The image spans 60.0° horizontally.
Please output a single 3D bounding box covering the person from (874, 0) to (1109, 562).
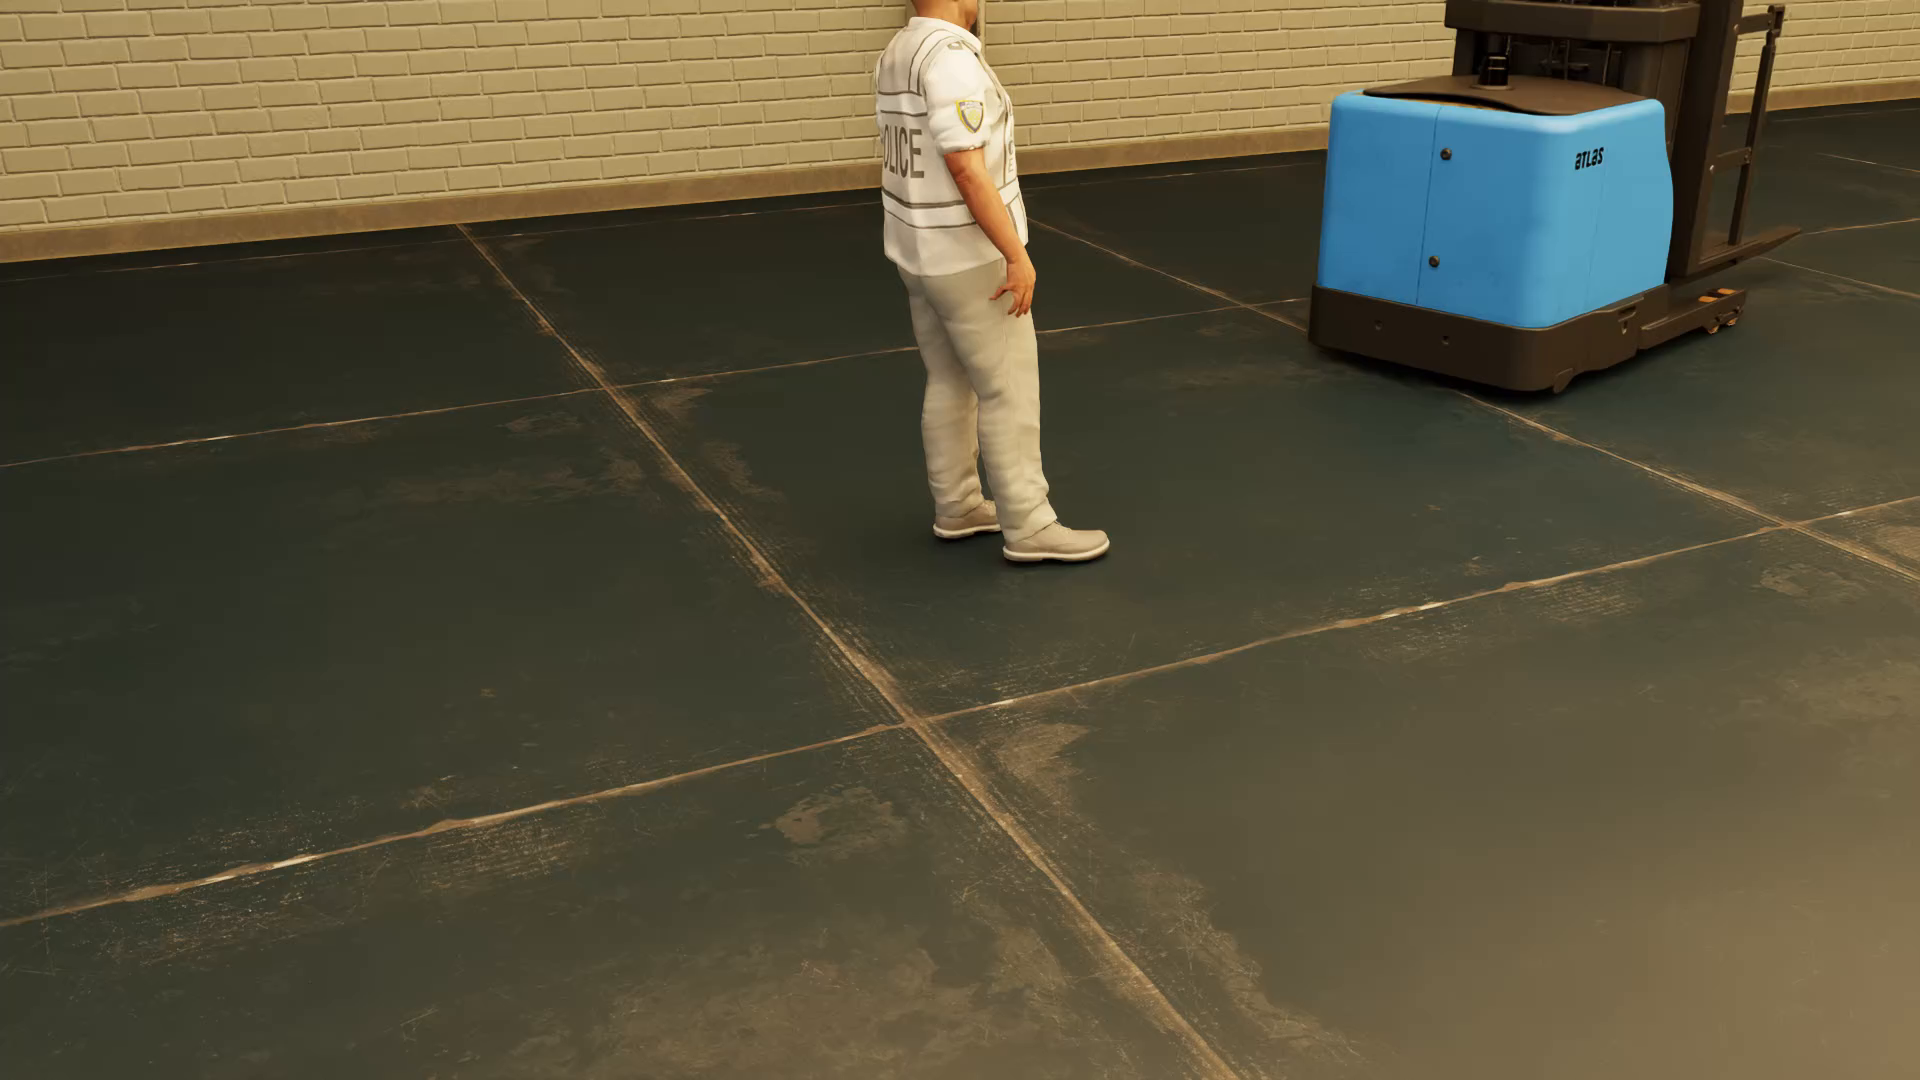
[{"bbox_3d":[0.076,-0.839,4.783,0.574,1.780,0.641,-10,25,-23],"label":"person"}]

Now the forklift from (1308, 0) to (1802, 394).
[{"bbox_3d":[2.856,-2.379,7.013,3.031,2.935,1.130,-21,30,-40],"label":"forklift"}]
